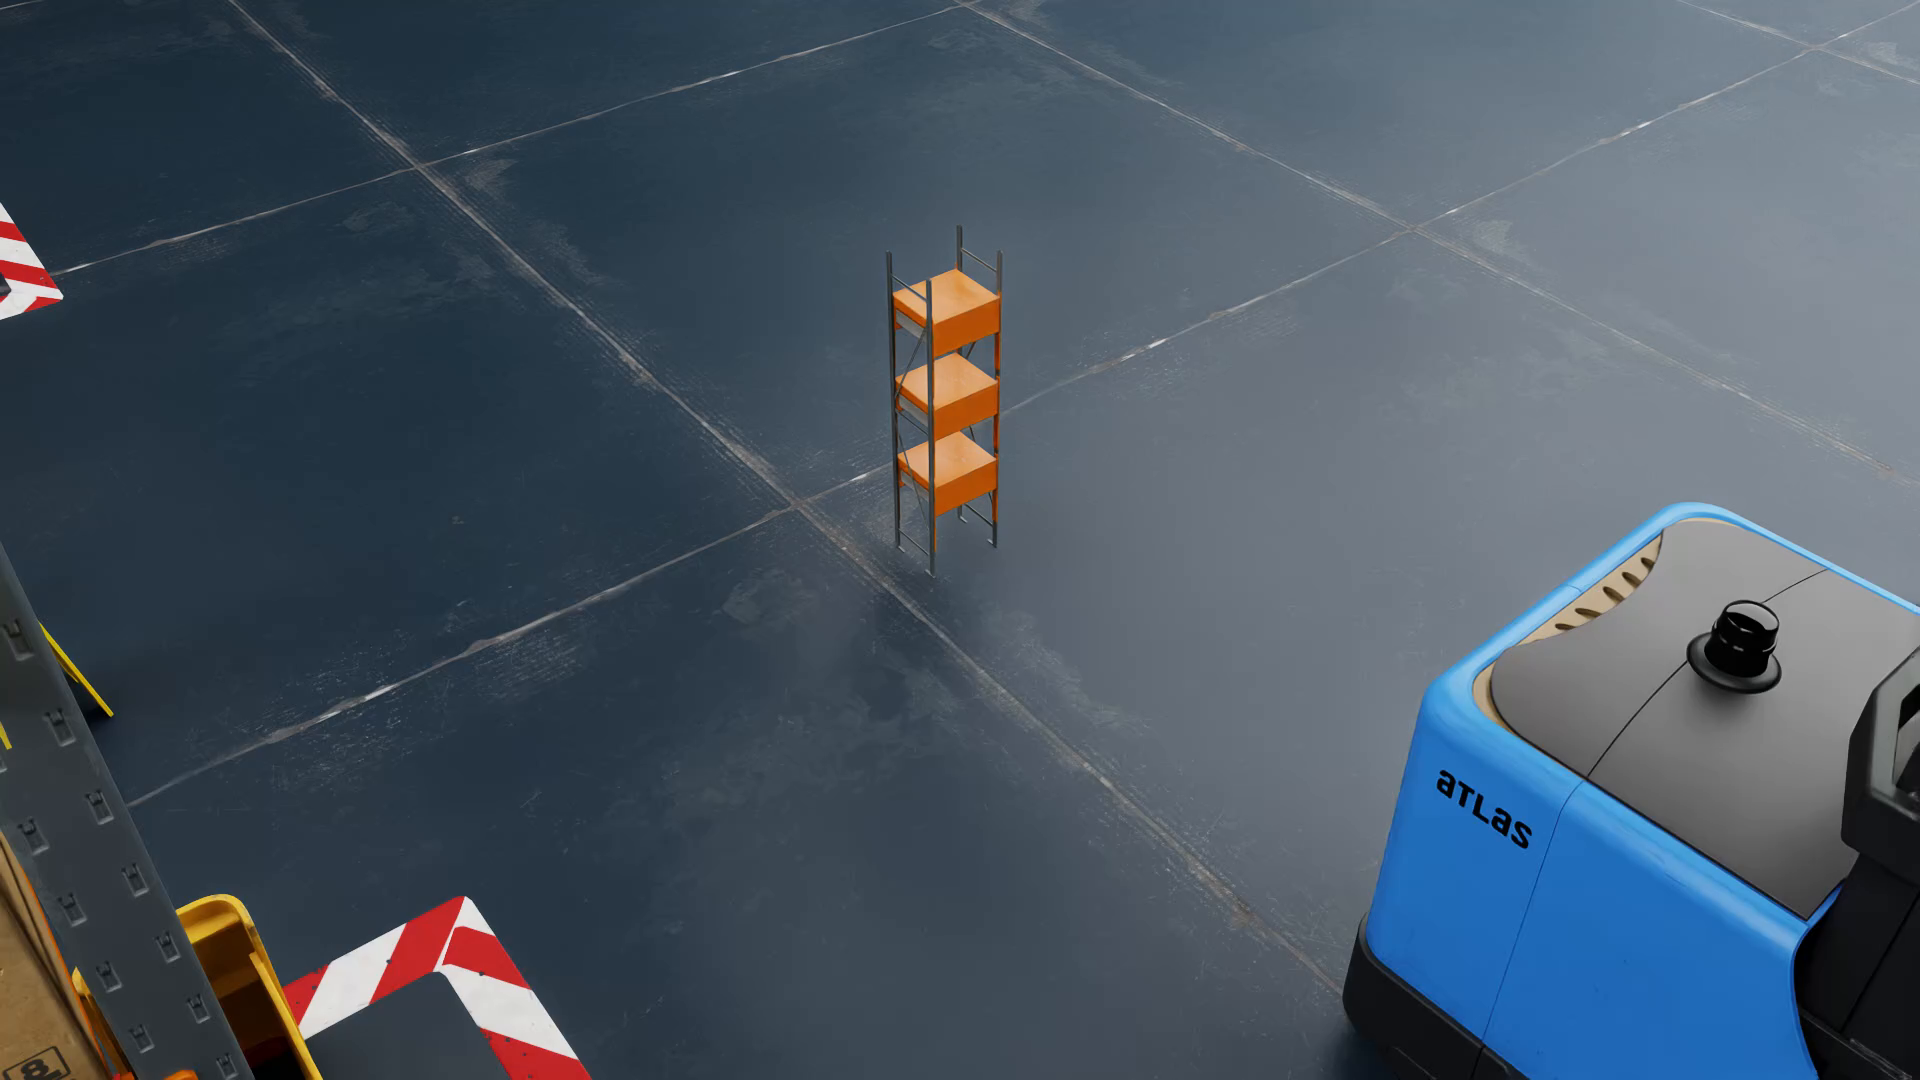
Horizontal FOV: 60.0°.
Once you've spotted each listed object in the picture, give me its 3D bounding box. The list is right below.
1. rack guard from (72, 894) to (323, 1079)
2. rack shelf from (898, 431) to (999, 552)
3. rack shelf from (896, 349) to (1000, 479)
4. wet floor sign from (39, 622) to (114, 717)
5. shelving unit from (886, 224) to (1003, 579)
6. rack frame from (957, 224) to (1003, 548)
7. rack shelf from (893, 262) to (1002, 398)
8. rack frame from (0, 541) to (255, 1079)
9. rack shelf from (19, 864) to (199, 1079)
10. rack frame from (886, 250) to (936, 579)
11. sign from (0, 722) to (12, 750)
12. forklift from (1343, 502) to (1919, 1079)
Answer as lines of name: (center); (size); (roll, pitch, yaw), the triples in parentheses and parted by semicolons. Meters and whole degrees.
rack guard: (-1.341, 1.291, 3.282); (0.348, 0.500, 1.175); (-26, 46, -28)
rack shelf: (-0.042, -0.162, 5.075); (0.240, 0.259, 0.215); (-26, 46, -28)
rack shelf: (-0.042, -0.377, 4.899); (0.240, 0.259, 0.215); (-26, 46, -28)
wet floor sign: (-2.544, 0.237, 4.452); (0.267, 0.644, 0.232); (30, 48, 31)
shelving unit: (-0.042, -0.385, 4.892); (0.252, 1.050, 0.215); (-26, 46, -28)
rack frame: (0.054, -0.432, 4.949); (0.008, 1.050, 0.200); (-26, 46, -28)
rack shelf: (-0.042, -0.596, 4.719); (0.240, 0.259, 0.215); (-26, 46, -28)
rack frame: (-1.360, 0.334, 2.478); (0.127, 3.000, 1.000); (-26, 46, -28)
rack shelf: (-2.946, 1.385, 1.764); (4.000, 0.370, 1.077); (-26, 46, -28)
rack frame: (-0.139, -0.338, 4.834); (0.008, 1.050, 0.200); (-26, 46, -28)
sign: (-1.040, 0.073, 1.696); (0.005, 0.325, 0.100); (-26, 46, -28)
forklift: (2.228, 0.493, 2.338); (1.130, 2.935, 3.031); (-29, 47, -30)
